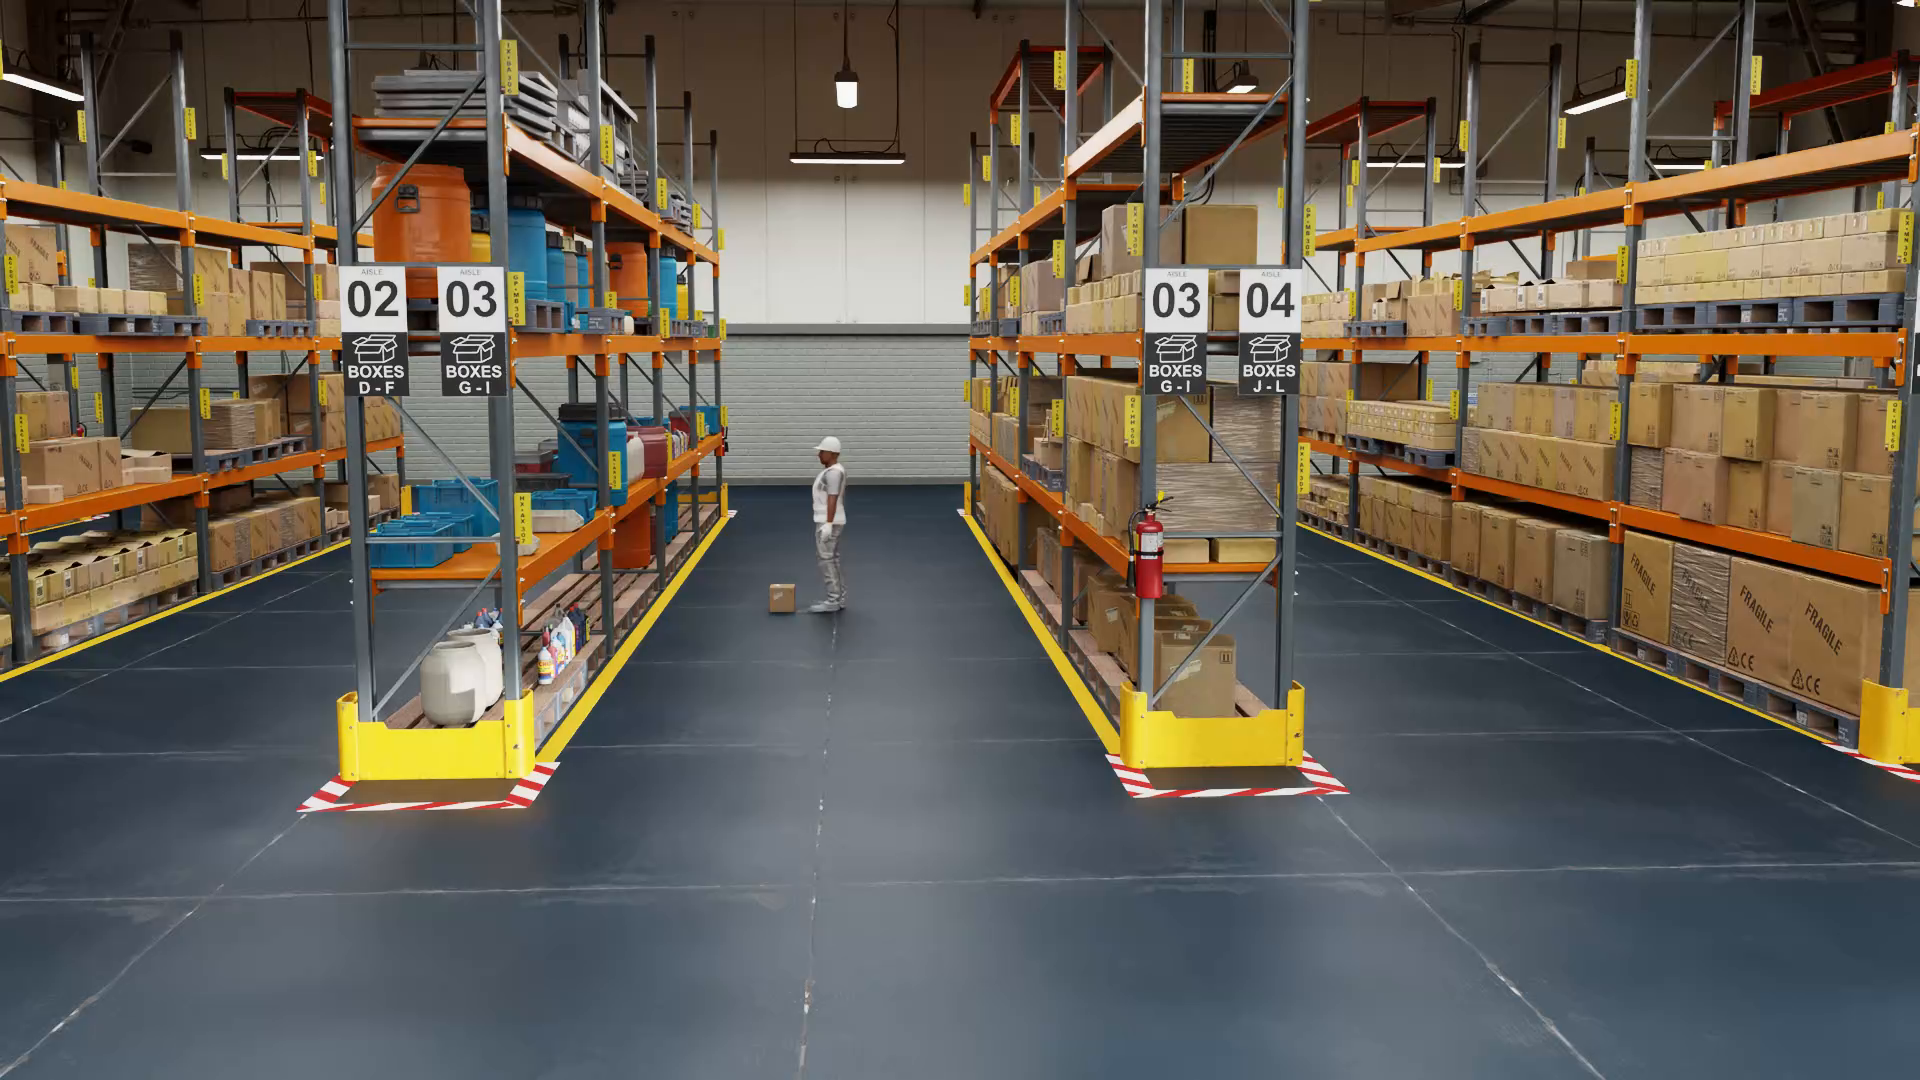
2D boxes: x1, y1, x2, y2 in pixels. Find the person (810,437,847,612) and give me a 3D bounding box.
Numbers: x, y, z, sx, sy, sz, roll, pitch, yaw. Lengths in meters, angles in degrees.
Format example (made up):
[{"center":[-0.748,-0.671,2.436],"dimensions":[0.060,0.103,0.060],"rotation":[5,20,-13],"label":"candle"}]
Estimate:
[{"center":[-1.351,-0.164,17.044],"dimensions":[0.380,1.783,0.546],"rotation":[0,7,-3],"label":"person"}]
